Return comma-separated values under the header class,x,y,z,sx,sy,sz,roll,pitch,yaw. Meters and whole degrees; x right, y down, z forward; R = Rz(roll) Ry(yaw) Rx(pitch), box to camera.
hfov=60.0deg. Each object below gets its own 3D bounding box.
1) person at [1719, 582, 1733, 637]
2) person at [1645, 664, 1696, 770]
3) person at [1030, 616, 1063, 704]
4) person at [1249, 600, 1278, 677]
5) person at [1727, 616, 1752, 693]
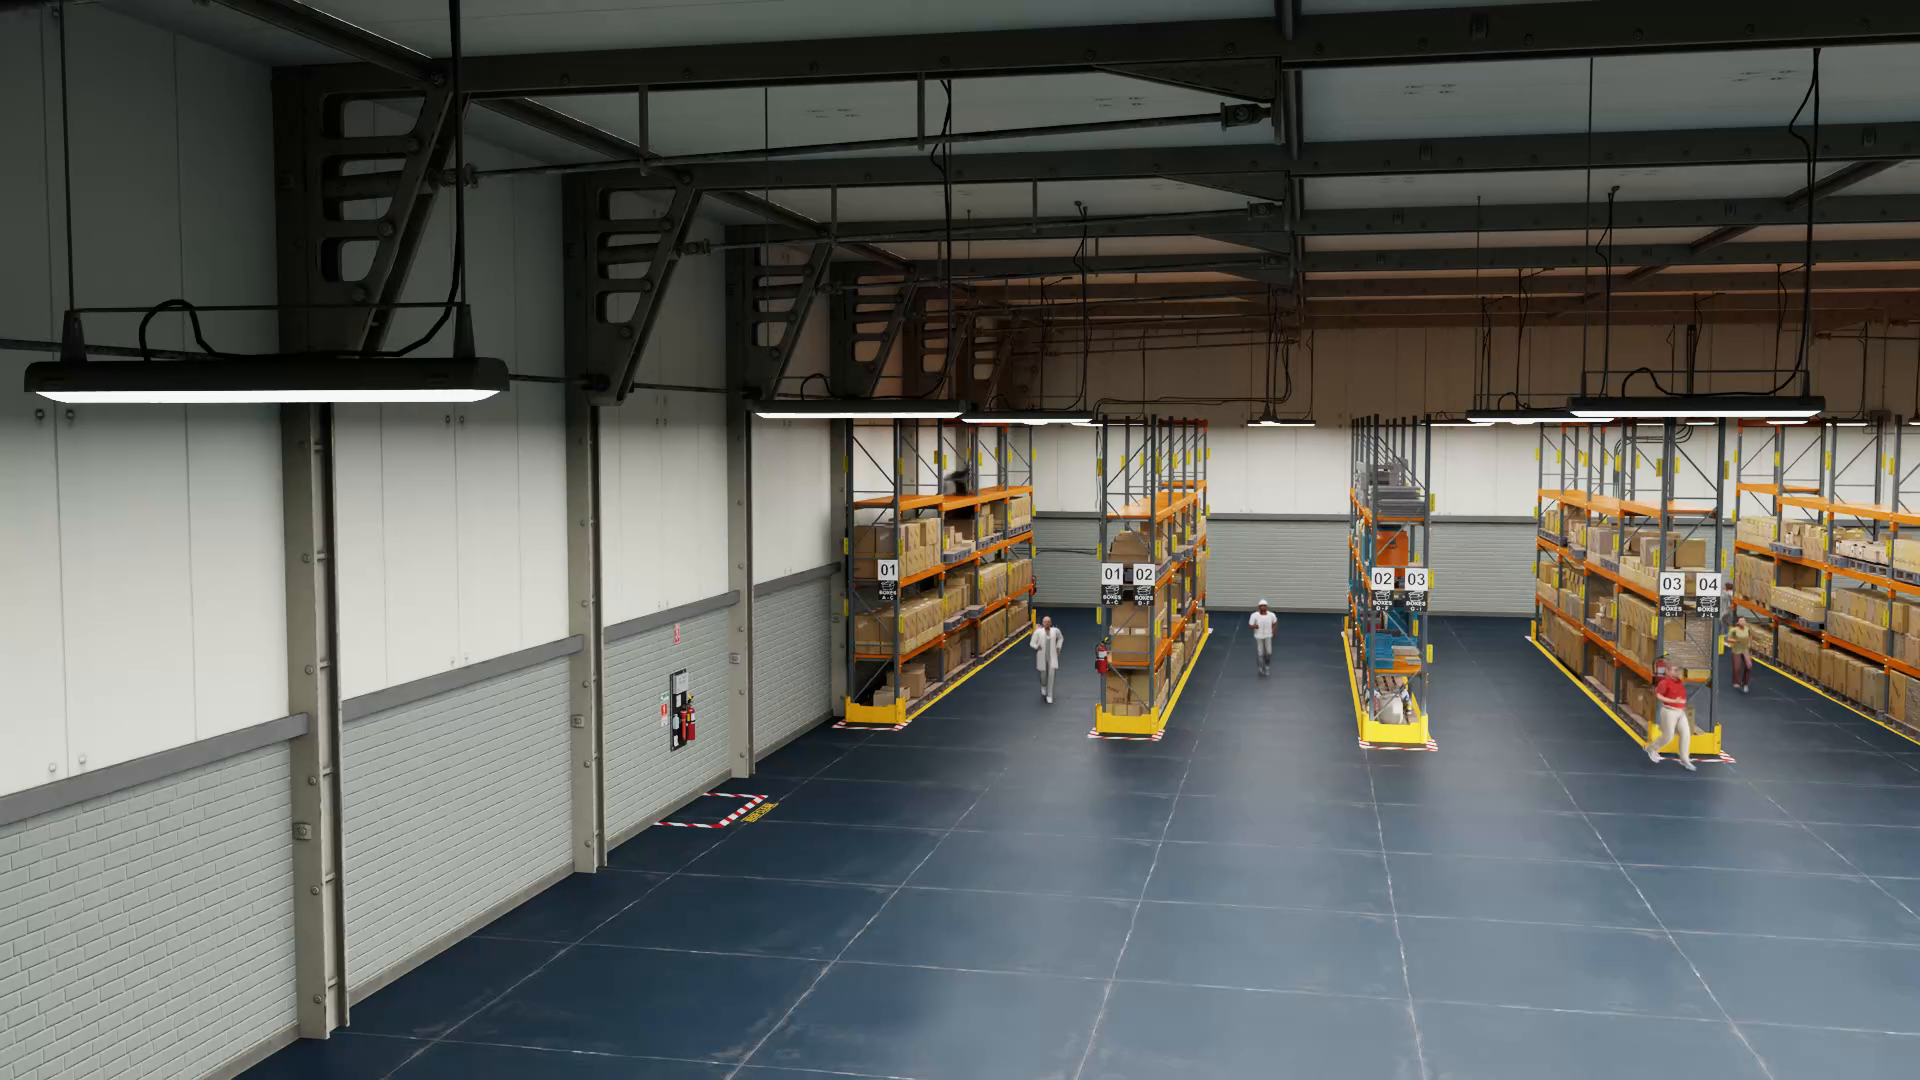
class,x,y,z,sx,sy,sz,roll,pitch,yaw
person,20.885,1.938,45.217,0.567,1.596,0.615,0,4,7
person,12.062,2.984,28.195,0.652,1.758,0.848,-2,4,-28
person,1.833,2.493,35.012,0.712,1.776,1.037,0,4,-1
person,7.042,2.284,38.553,0.676,1.782,0.661,0,4,5
person,17.022,2.481,36.325,0.562,1.677,0.748,1,4,10
